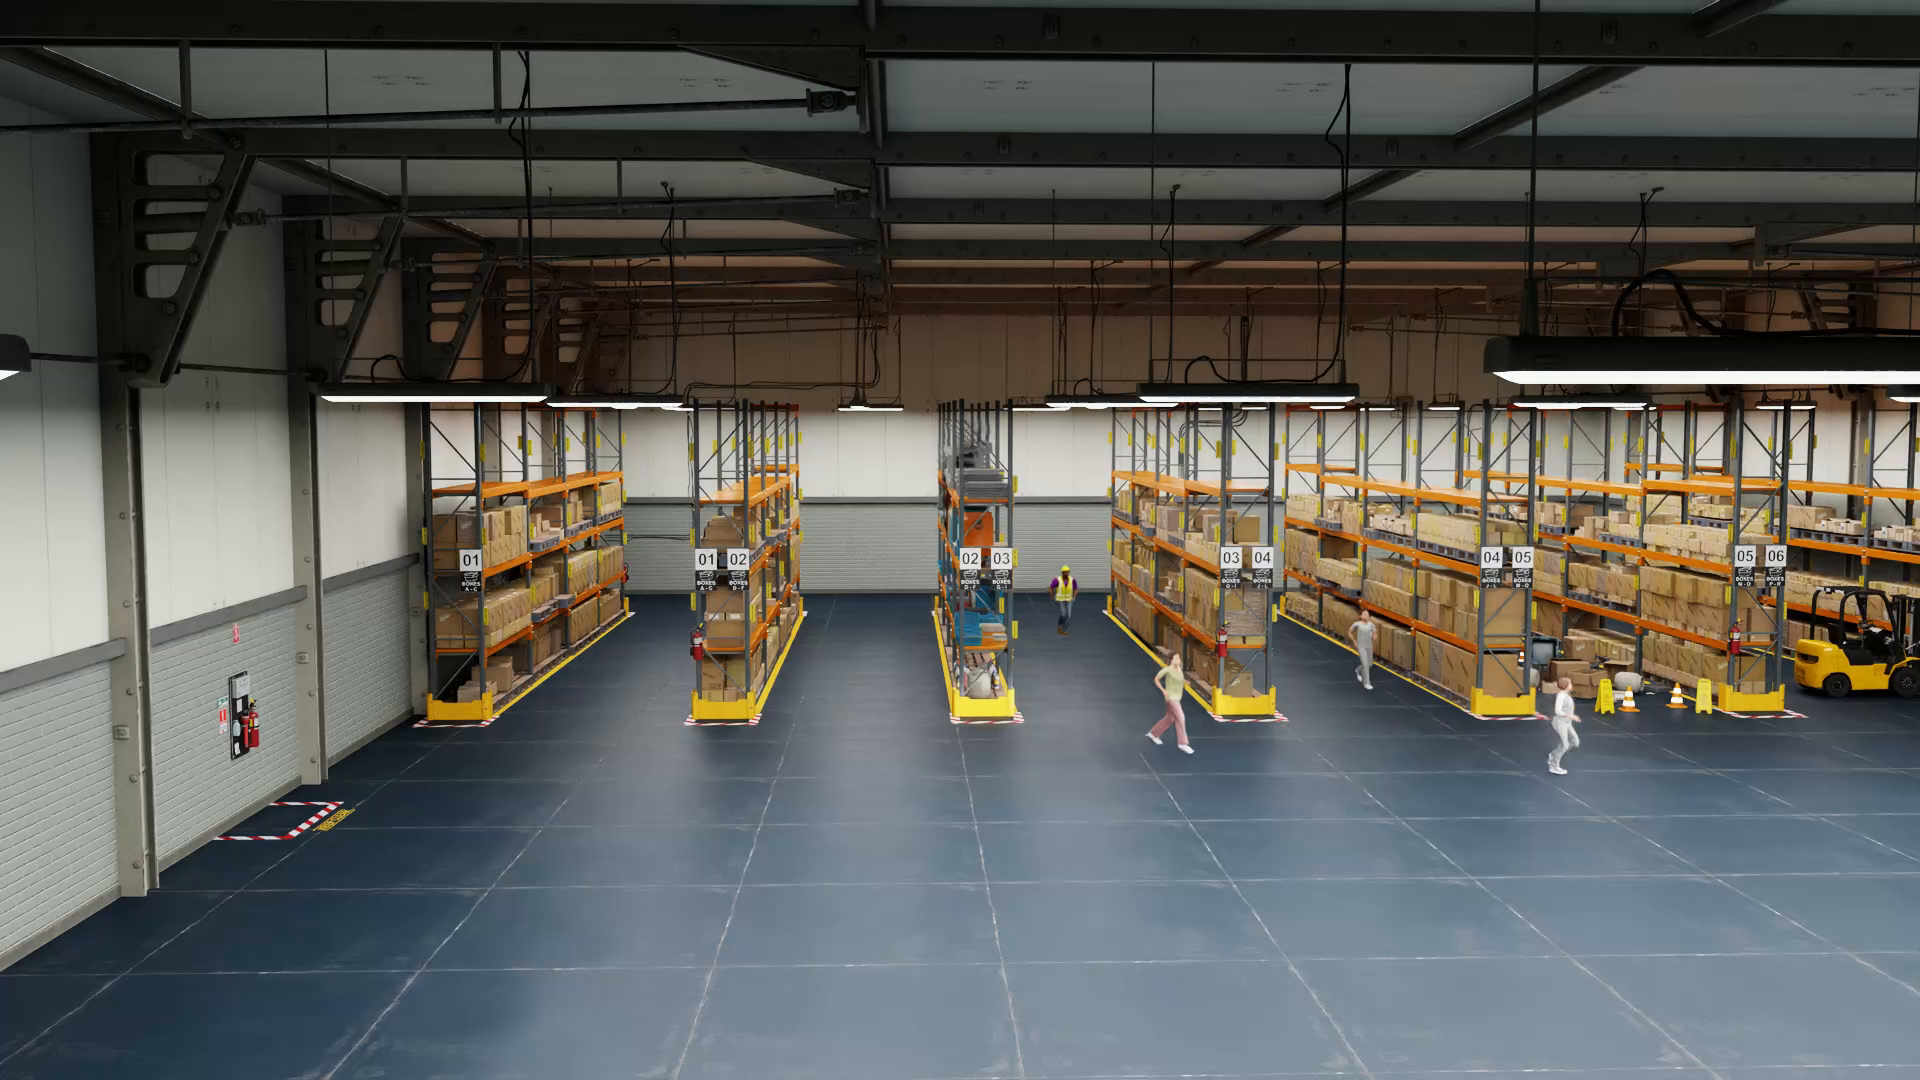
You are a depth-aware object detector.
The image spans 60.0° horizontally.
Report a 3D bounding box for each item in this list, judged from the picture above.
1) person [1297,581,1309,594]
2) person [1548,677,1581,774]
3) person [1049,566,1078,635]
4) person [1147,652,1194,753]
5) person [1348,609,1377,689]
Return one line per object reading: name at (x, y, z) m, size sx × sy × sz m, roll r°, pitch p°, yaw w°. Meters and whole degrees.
person at (10.231, 1.222, 49.056) m, size 0.645 × 1.688 × 0.749 m, roll 2°, pitch 5°, yaw 21°
person at (9.581, 2.937, 26.335) m, size 0.520 × 1.561 × 0.540 m, roll 3°, pitch 5°, yaw 33°
person at (2.567, 1.490, 40.723) m, size 0.694 × 1.707 × 0.575 m, roll -1°, pitch 4°, yaw -11°
person at (3.619, 2.733, 28.342) m, size 0.894 × 1.684 × 0.558 m, roll 3°, pitch 5°, yaw 35°
person at (8.433, 2.254, 34.747) m, size 0.577 × 1.643 × 0.895 m, roll -1°, pitch 4°, yaw -12°
